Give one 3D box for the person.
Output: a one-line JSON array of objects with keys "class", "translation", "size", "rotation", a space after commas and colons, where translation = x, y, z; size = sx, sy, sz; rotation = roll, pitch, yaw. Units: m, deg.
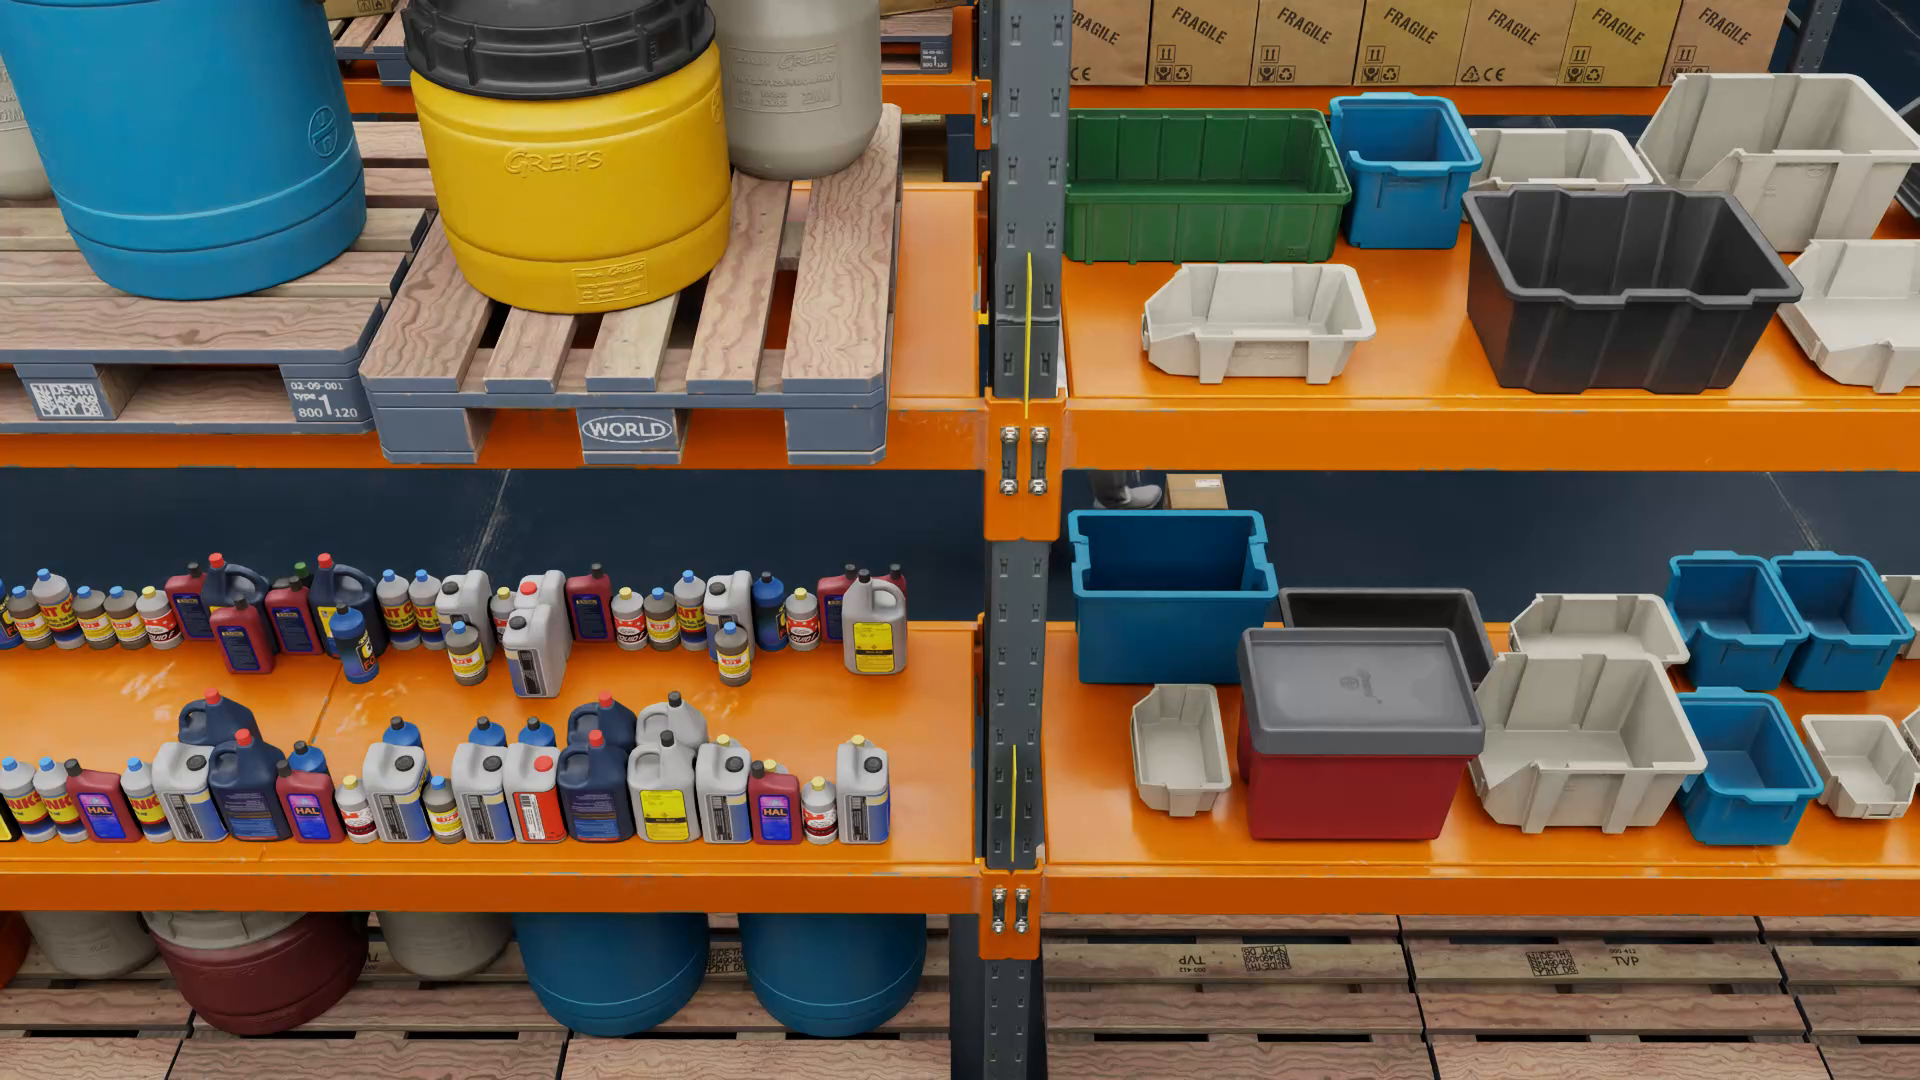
[{"class": "person", "translation": [0.516, -0.711, 7.004], "size": [0.908, 1.742, 0.666], "rotation": [-26, 46, -28]}]
